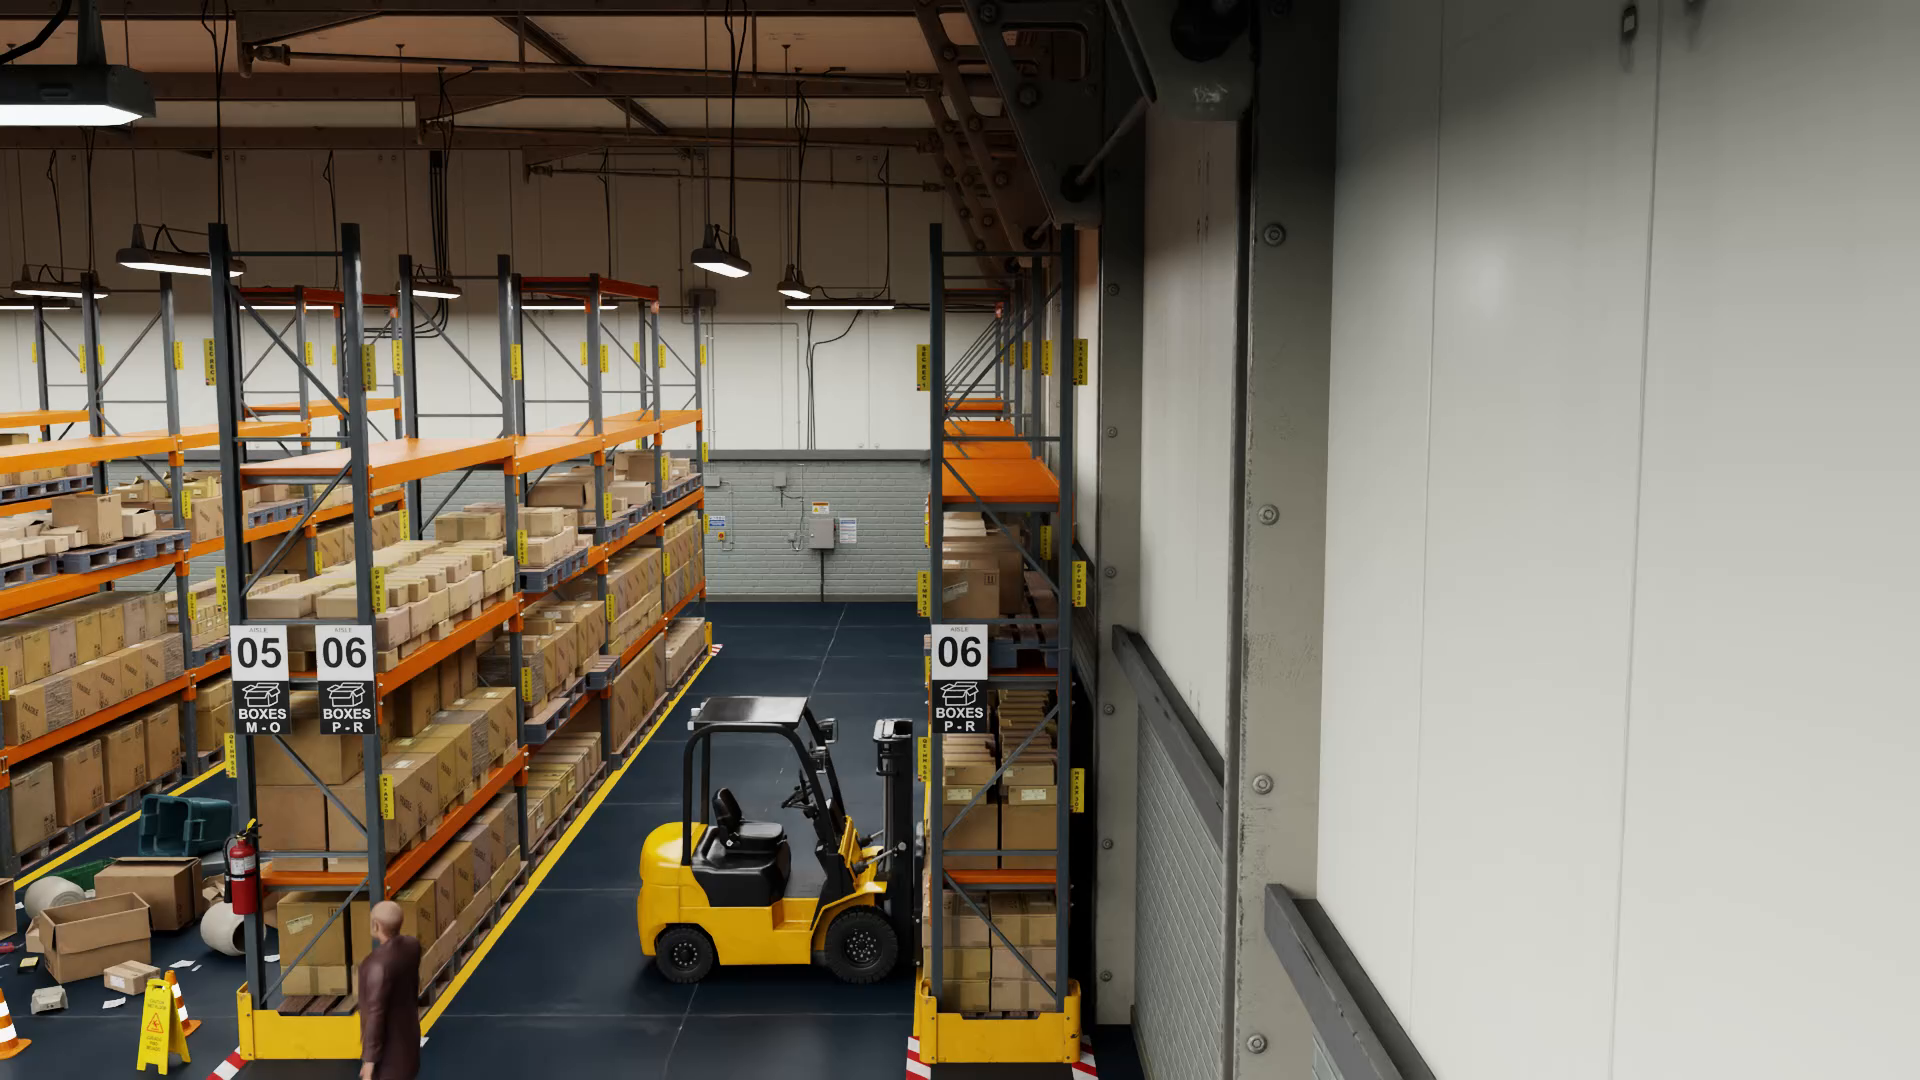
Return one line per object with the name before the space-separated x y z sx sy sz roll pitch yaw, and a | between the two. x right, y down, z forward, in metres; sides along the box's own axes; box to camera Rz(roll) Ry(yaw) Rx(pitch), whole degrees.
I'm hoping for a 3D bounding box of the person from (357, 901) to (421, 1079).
person | -3.484 3.045 10.193 0.402 1.698 0.680 0 7 3
